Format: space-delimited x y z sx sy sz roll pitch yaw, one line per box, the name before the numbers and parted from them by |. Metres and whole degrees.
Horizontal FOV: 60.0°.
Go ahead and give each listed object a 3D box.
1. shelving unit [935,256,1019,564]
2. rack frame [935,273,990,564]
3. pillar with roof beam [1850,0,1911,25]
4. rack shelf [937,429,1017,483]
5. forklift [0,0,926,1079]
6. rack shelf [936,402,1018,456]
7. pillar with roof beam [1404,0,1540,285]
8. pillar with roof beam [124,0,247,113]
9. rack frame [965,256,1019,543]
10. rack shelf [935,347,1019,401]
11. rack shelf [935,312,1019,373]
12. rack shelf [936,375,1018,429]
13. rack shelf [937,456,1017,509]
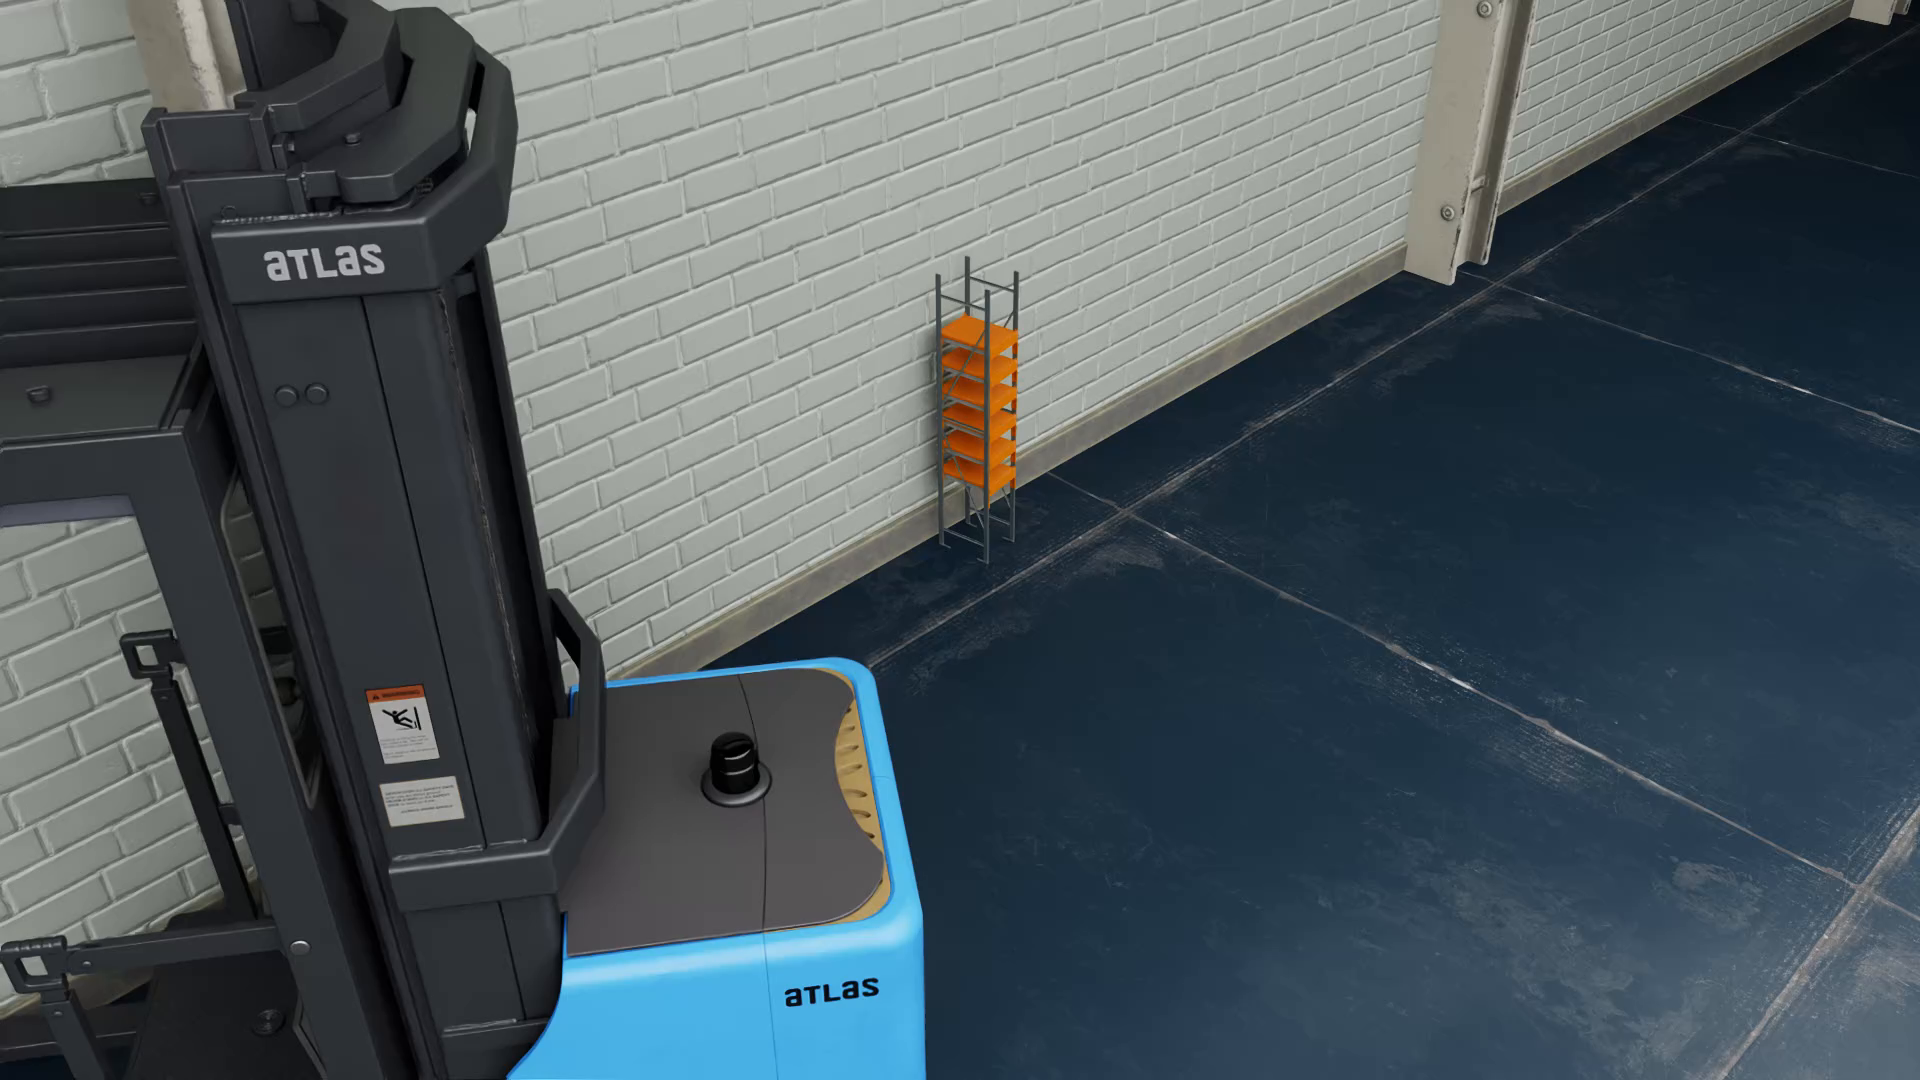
shelving unit | 0.065 -0.479 6.387 0.258 1.200 0.189 22 41 29
rack frame | 0.012 -0.436 6.326 0.240 1.200 0.006 22 41 29
pillar with roof beam | 9.855 -5.857 7.281 9.100 9.000 0.400 30 45 35
rack shelf | 0.066 -0.344 6.481 0.258 0.103 0.180 22 41 29
forklift | -1.635 0.395 3.622 3.031 2.935 1.130 -6 35 -8
rack shelf | 0.065 -0.442 6.412 0.258 0.103 0.180 22 41 29
pillar with roof beam | 5.627 -3.421 3.788 9.100 9.000 0.400 30 45 35
pillar with roof beam | 1.400 -0.985 0.296 9.100 9.000 0.400 30 45 35
rack frame | 0.119 -0.522 6.448 0.240 1.200 0.006 22 41 29
rack shelf | 0.065 -0.639 6.275 0.258 0.103 0.180 22 41 29
rack shelf | 0.064 -0.738 6.206 0.258 0.103 0.180 22 41 29
rack shelf | 0.065 -0.541 6.344 0.258 0.103 0.180 22 41 29
rack shelf | 0.066 -0.246 6.550 0.258 0.103 0.180 22 41 29
